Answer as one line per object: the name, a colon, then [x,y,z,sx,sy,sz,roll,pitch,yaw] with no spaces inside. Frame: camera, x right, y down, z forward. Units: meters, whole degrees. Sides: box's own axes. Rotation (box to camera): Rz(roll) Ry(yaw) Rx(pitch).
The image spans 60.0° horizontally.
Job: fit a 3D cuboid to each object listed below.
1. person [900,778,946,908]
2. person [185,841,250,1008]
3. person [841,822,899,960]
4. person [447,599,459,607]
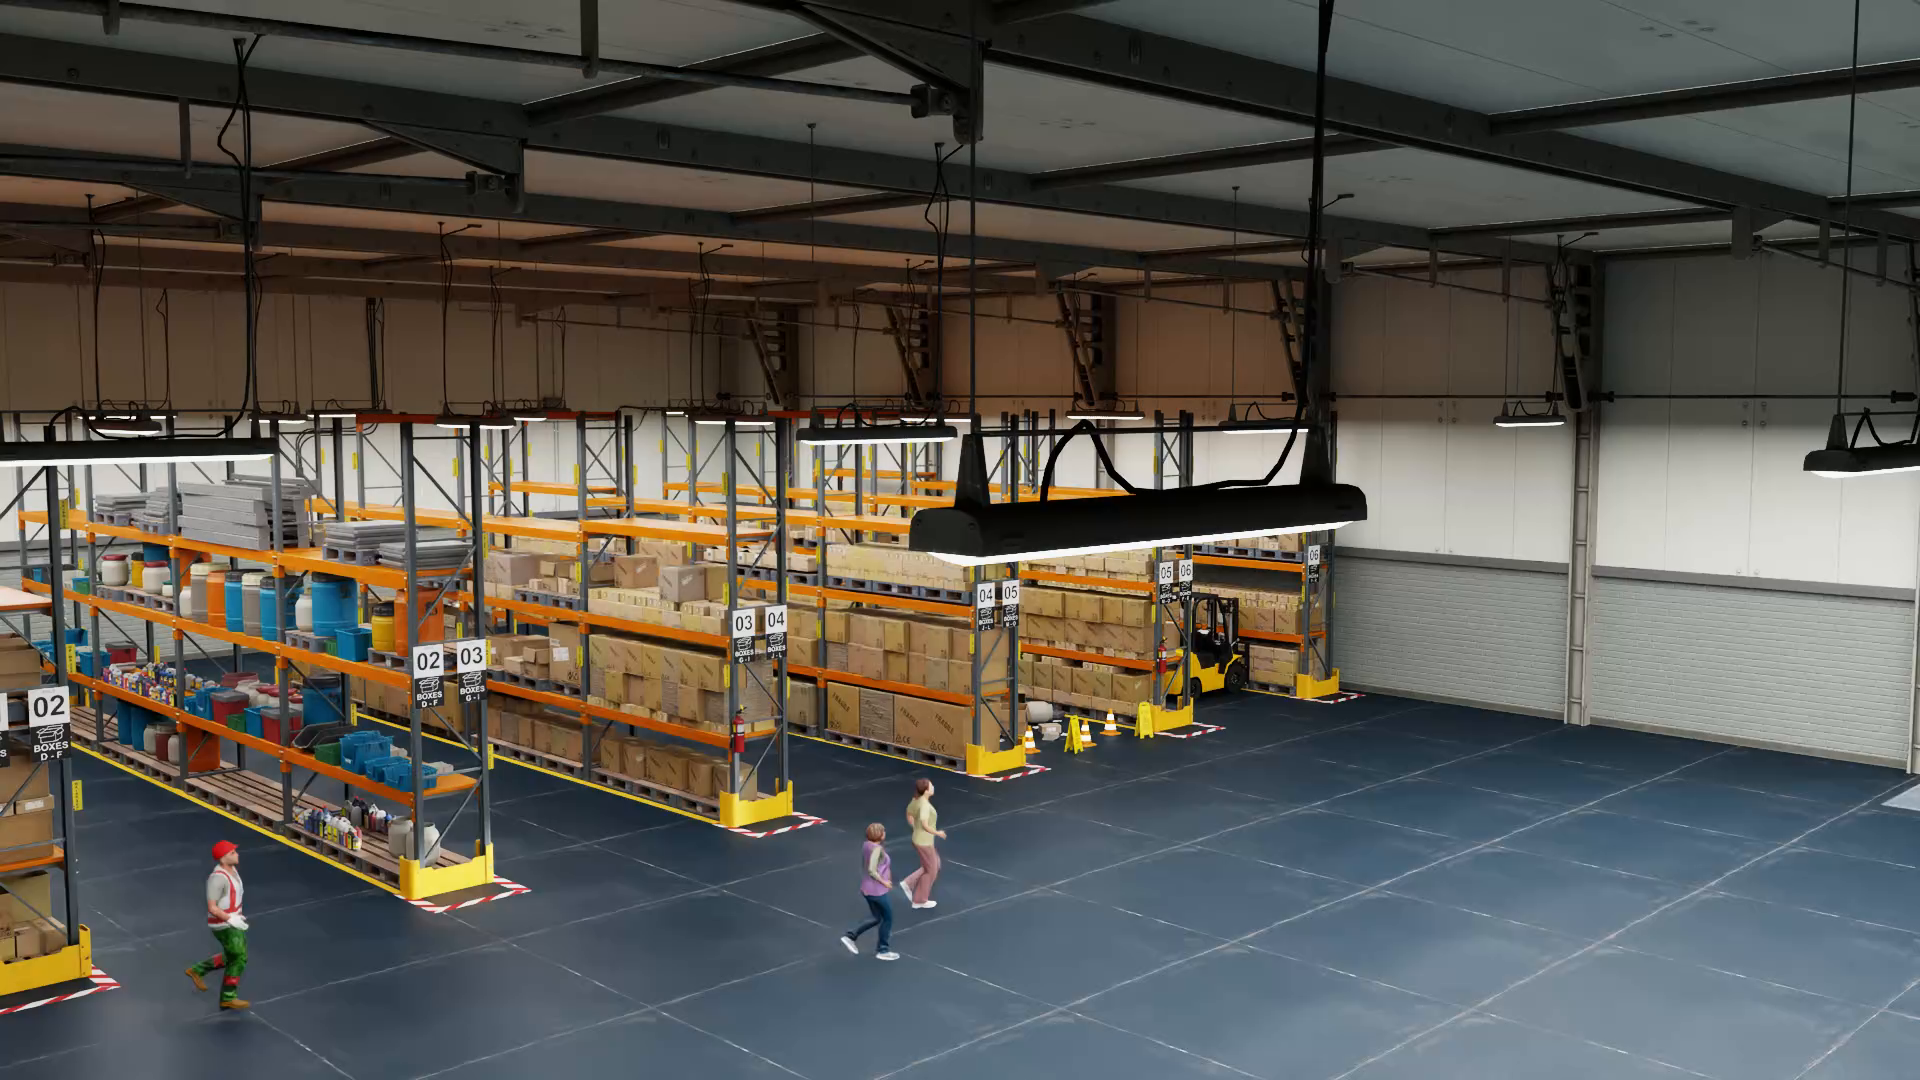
person: [-0.457,3.746,20.488,0.543,1.612,0.584,-1,5,-15]
person: [-7.677,3.973,17.199,0.667,1.761,0.678,-1,5,-12]
person: [-0.990,3.939,18.557,0.675,1.589,0.550,-2,5,-22]
person: [-12.079,2.050,39.572,0.696,1.720,0.820,3,6,34]
